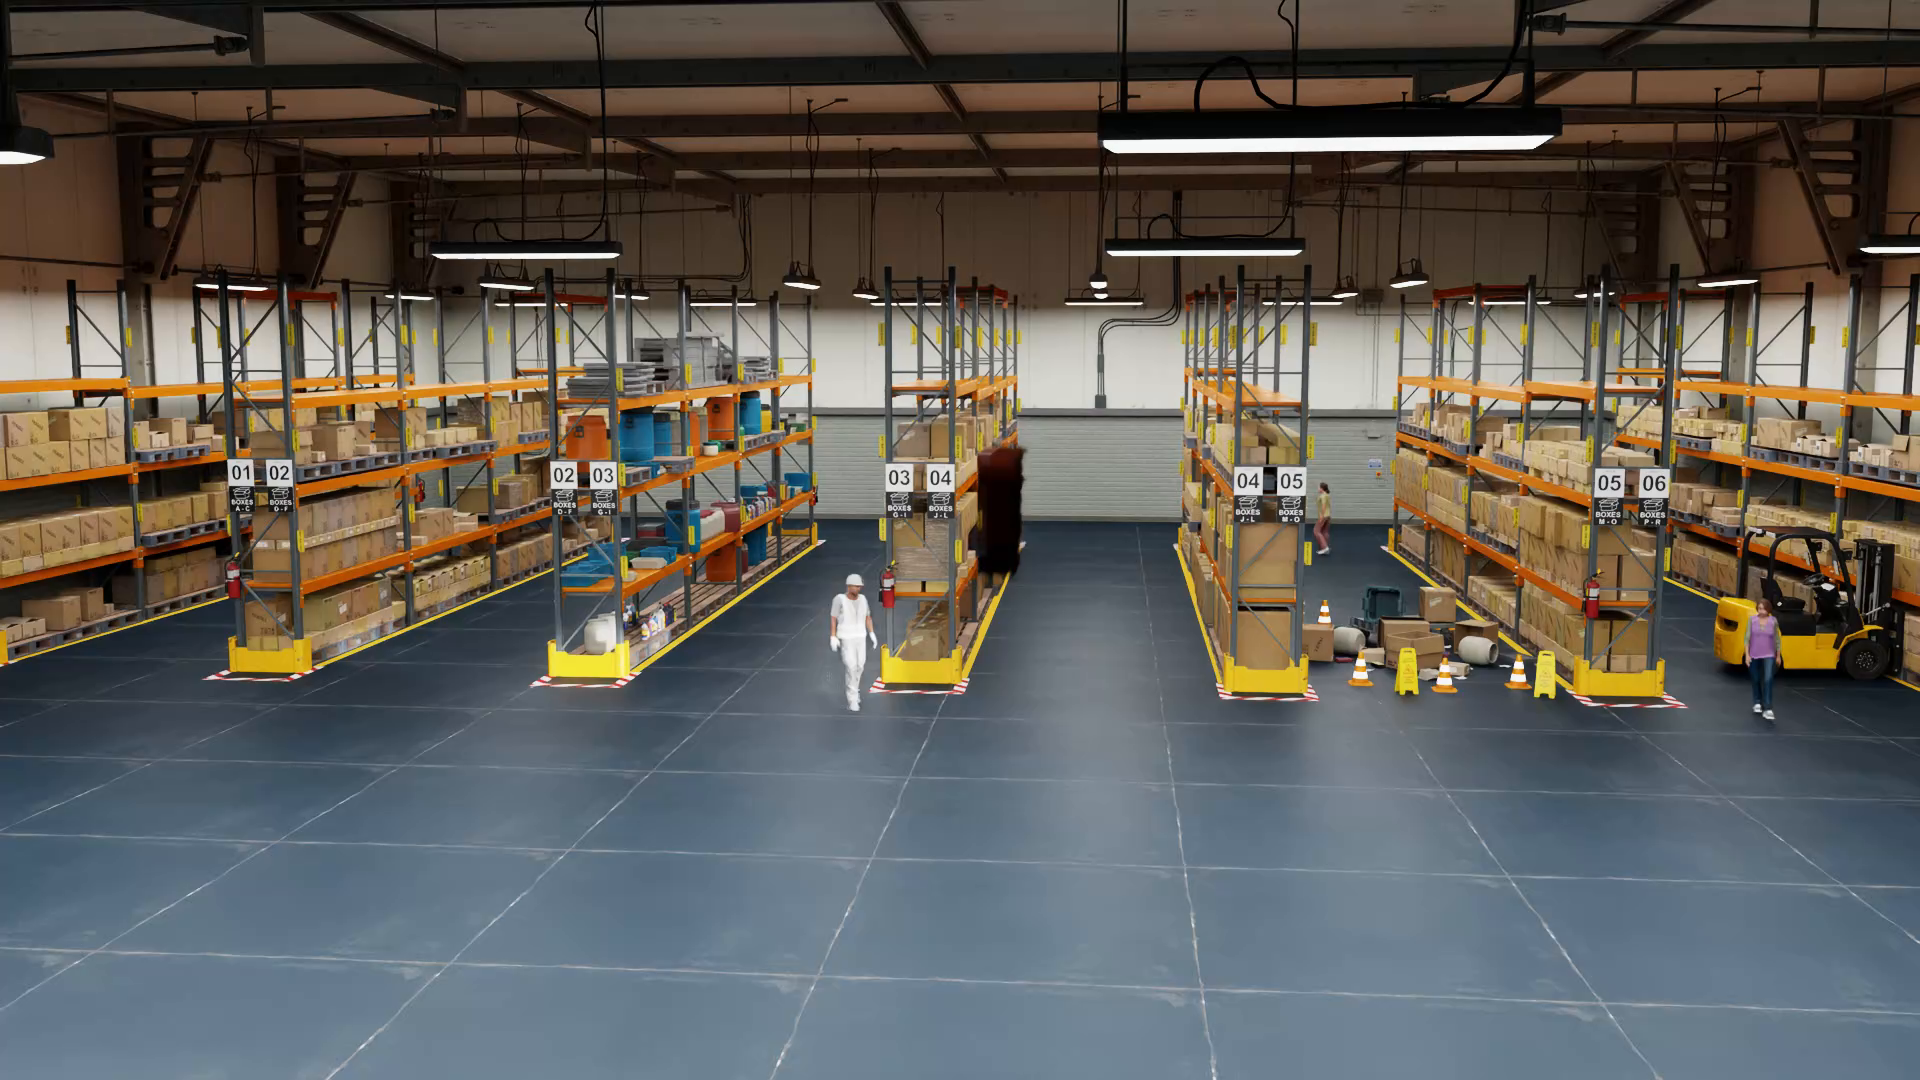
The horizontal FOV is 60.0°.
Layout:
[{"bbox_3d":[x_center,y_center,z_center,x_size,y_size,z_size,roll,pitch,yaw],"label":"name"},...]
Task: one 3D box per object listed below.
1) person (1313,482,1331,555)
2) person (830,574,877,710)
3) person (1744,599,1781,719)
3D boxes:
[{"bbox_3d":[8.443,-0.496,38.593,0.394,1.689,0.507,4,8,29],"label":"person"},{"bbox_3d":[-1.423,1.391,22.694,0.580,1.835,0.592,-5,9,-36],"label":"person"},{"bbox_3d":[10.570,1.559,21.919,0.468,1.546,0.894,4,8,32],"label":"person"}]
